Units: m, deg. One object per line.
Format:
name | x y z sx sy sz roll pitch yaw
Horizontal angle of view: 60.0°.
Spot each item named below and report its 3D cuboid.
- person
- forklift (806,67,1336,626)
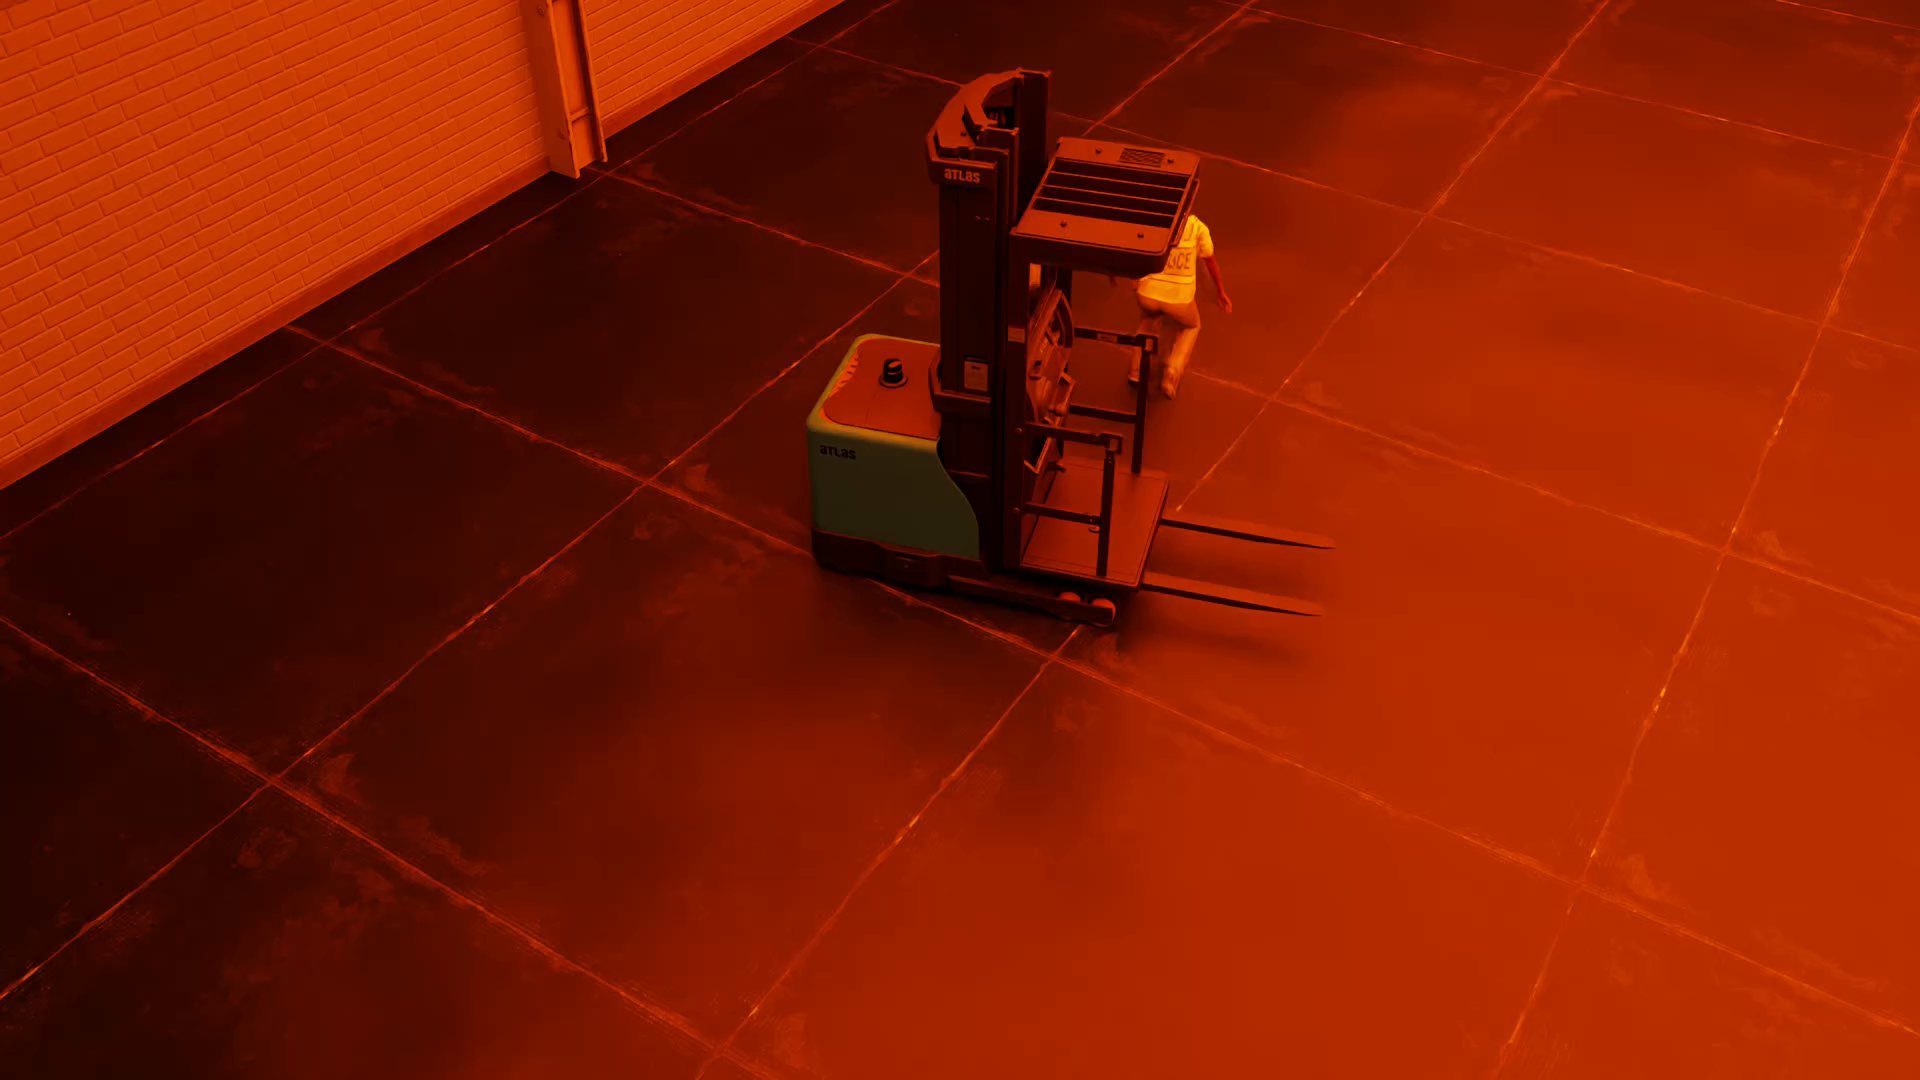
person | 1.404 -1.664 11.090 0.833 1.477 0.573 8 41 9
forklift | 0.686 -1.002 9.149 3.031 2.935 1.130 11 41 12
